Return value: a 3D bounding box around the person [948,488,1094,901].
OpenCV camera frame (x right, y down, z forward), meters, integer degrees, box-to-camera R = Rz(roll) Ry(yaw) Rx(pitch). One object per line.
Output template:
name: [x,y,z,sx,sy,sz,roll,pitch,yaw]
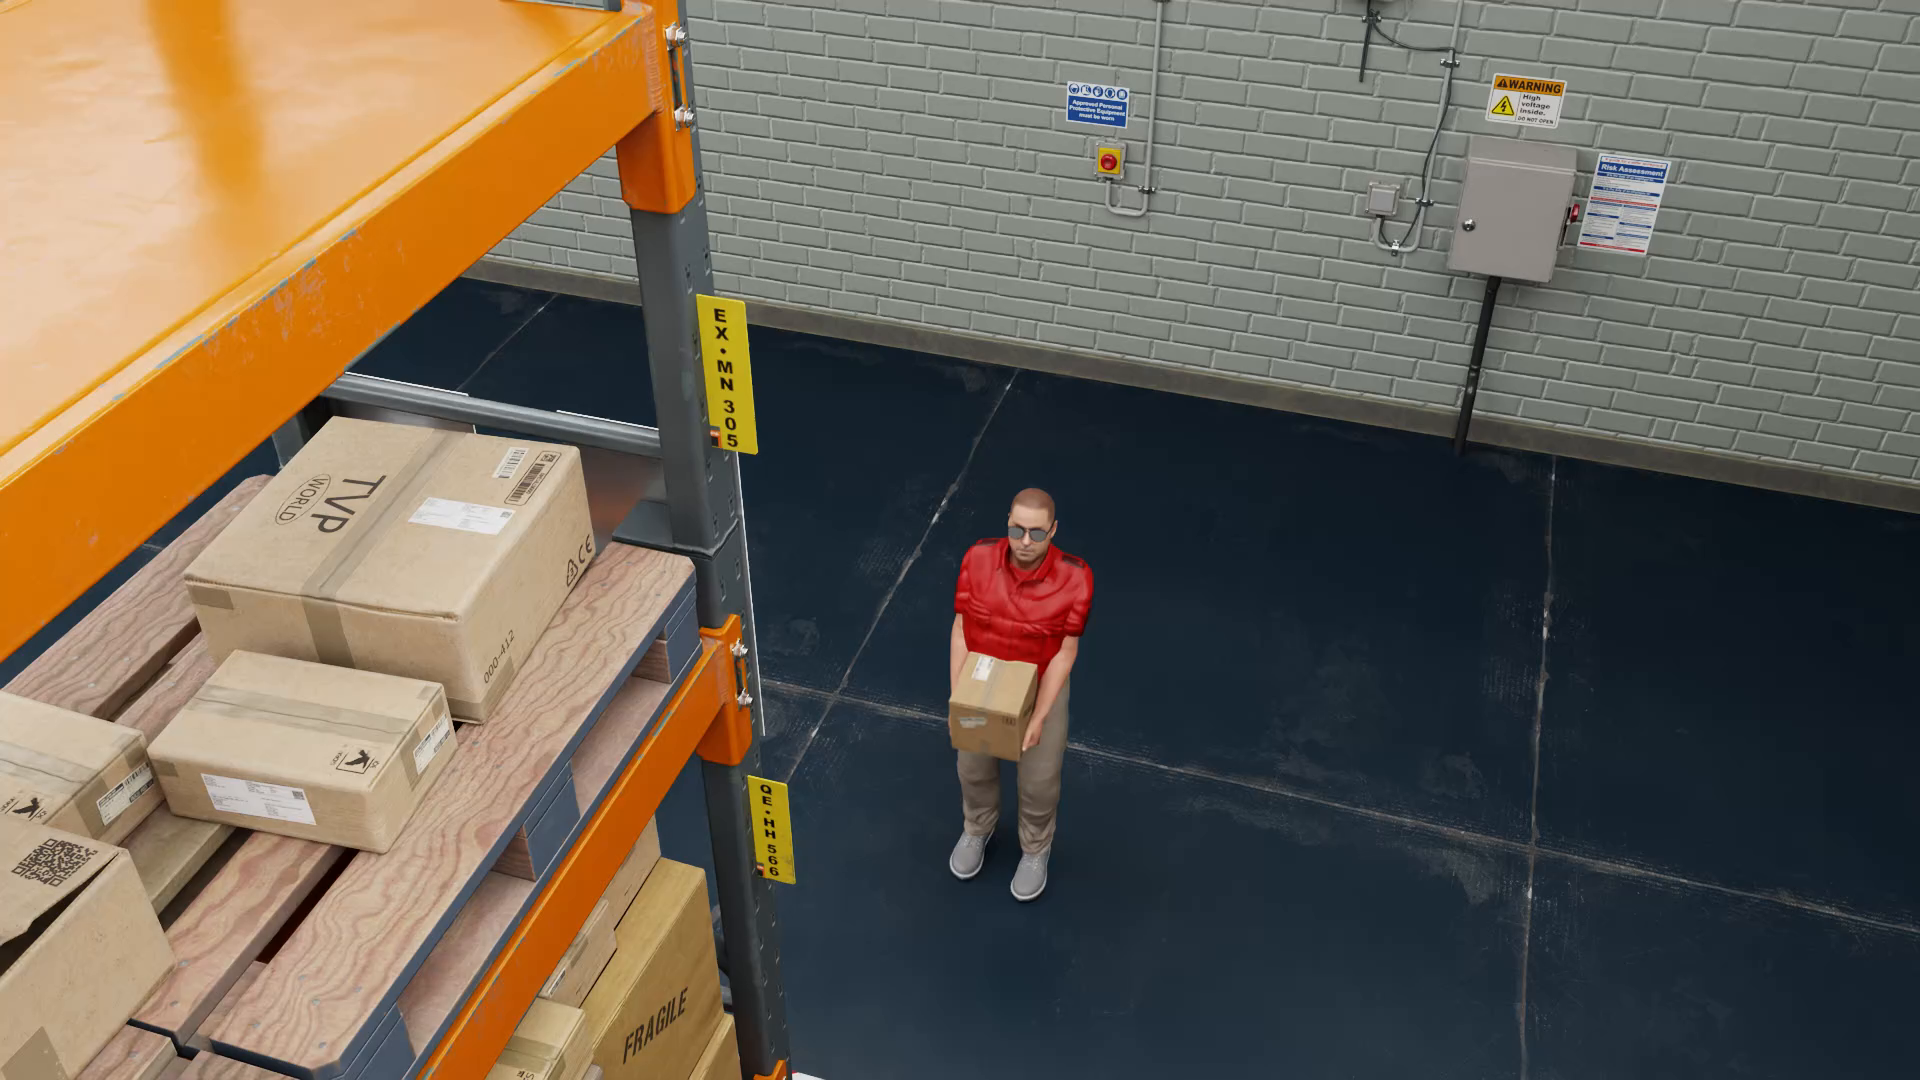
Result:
person: [0.191,0.617,6.090,0.494,1.713,0.529,11,38,14]
